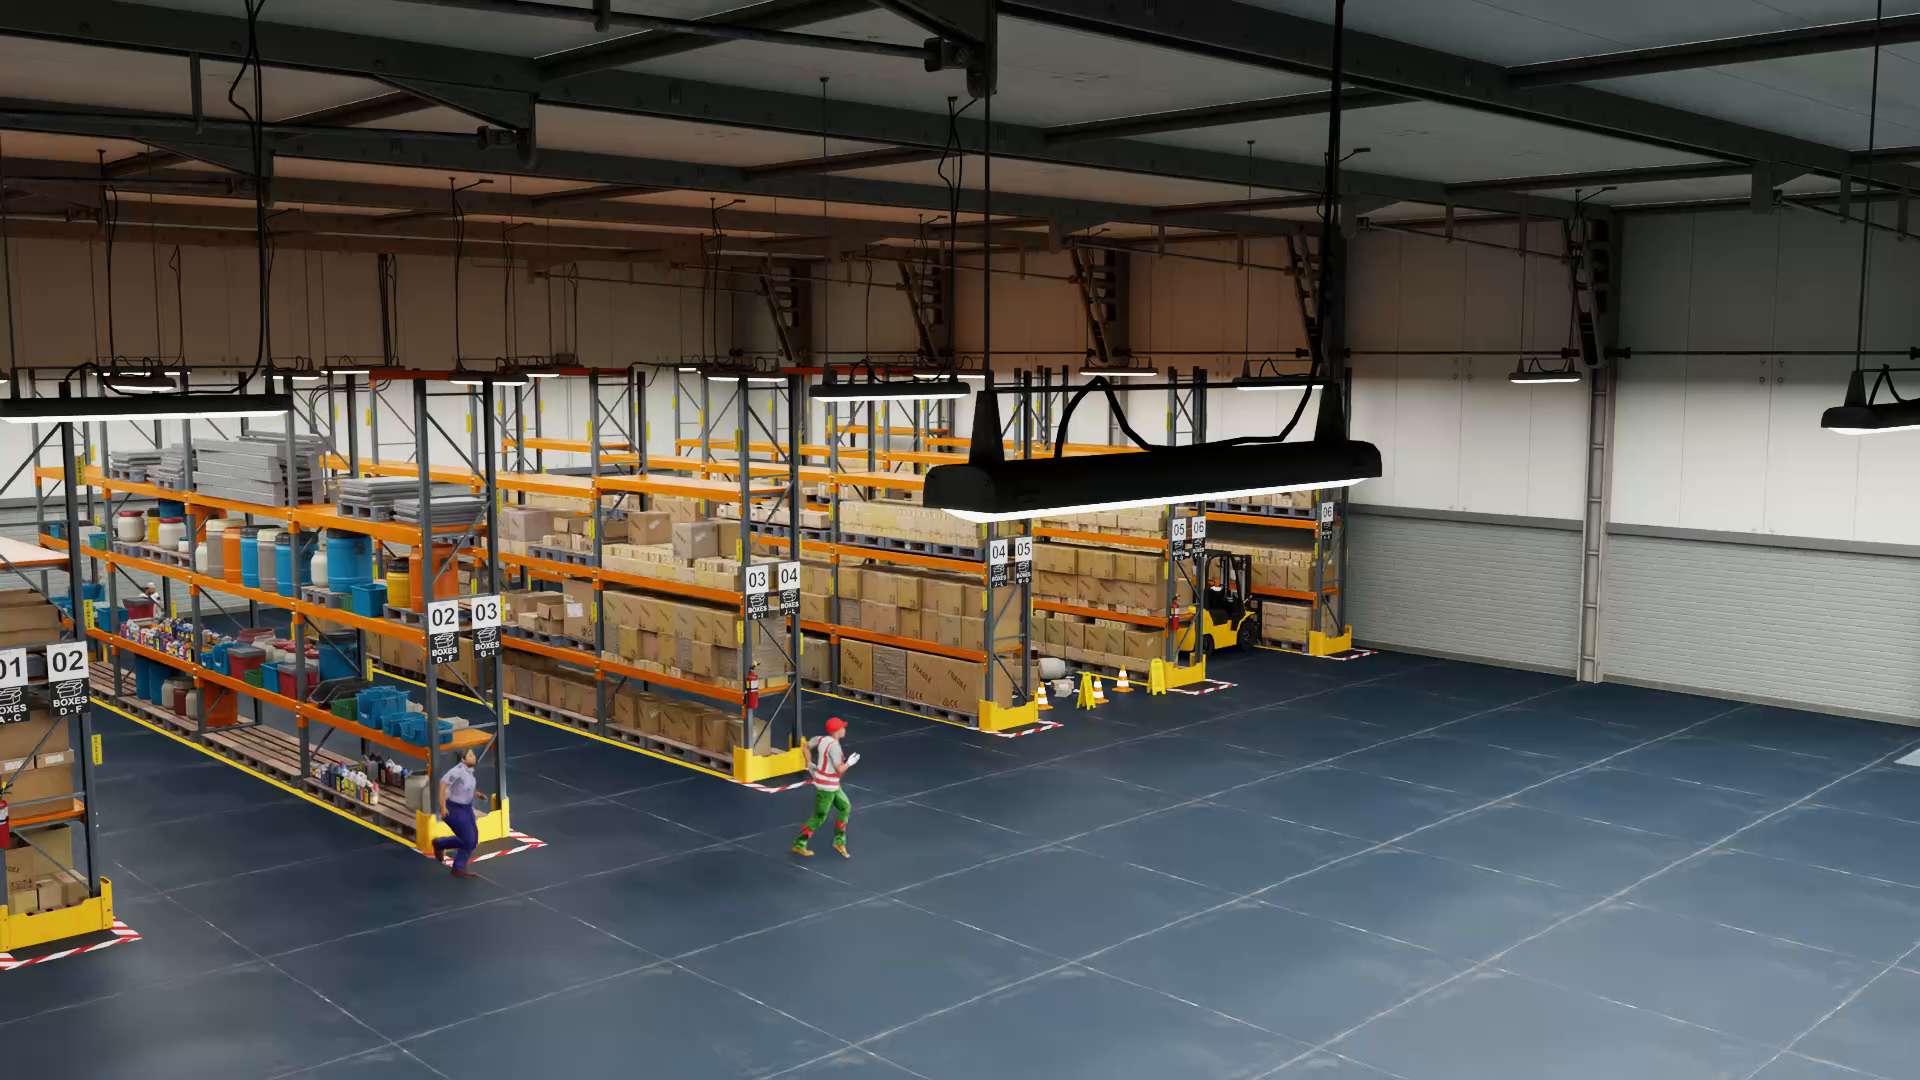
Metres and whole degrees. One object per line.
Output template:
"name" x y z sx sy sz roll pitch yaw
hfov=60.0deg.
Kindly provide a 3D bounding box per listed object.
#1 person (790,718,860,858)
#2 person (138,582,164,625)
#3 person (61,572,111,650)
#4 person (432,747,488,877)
"person" -1.683 3.126 20.715 0.878 1.842 0.615 -1 7 -13
"person" -16.591 1.681 34.036 0.774 1.684 0.606 2 7 14
"person" -18.593 1.517 35.315 0.963 1.736 0.655 -3 7 -22
"person" -6.045 3.296 20.103 0.645 1.604 0.644 0 6 4
